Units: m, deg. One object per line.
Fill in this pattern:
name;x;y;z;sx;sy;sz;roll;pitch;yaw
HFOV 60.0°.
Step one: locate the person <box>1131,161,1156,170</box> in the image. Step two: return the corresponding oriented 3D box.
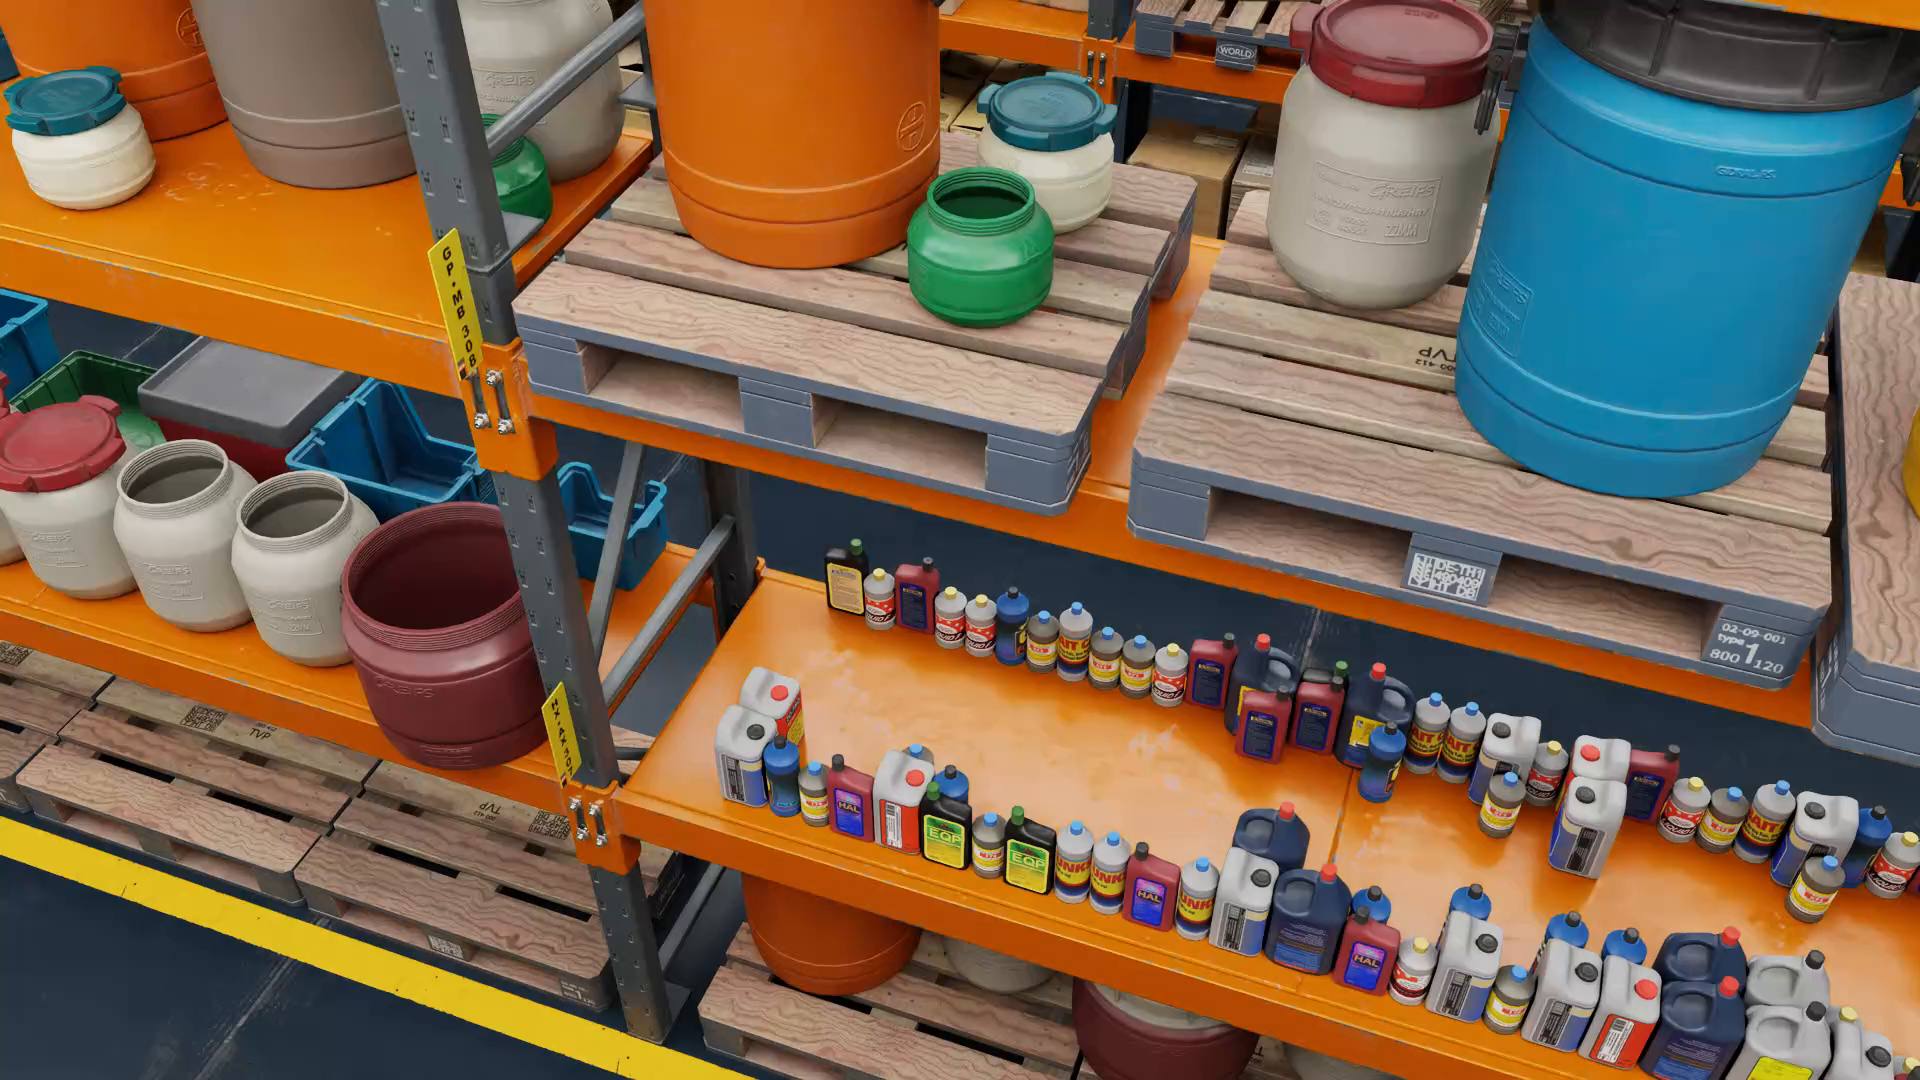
person;0.730;-0.860;7.122;0.473;1.590;0.347;12;43;13
